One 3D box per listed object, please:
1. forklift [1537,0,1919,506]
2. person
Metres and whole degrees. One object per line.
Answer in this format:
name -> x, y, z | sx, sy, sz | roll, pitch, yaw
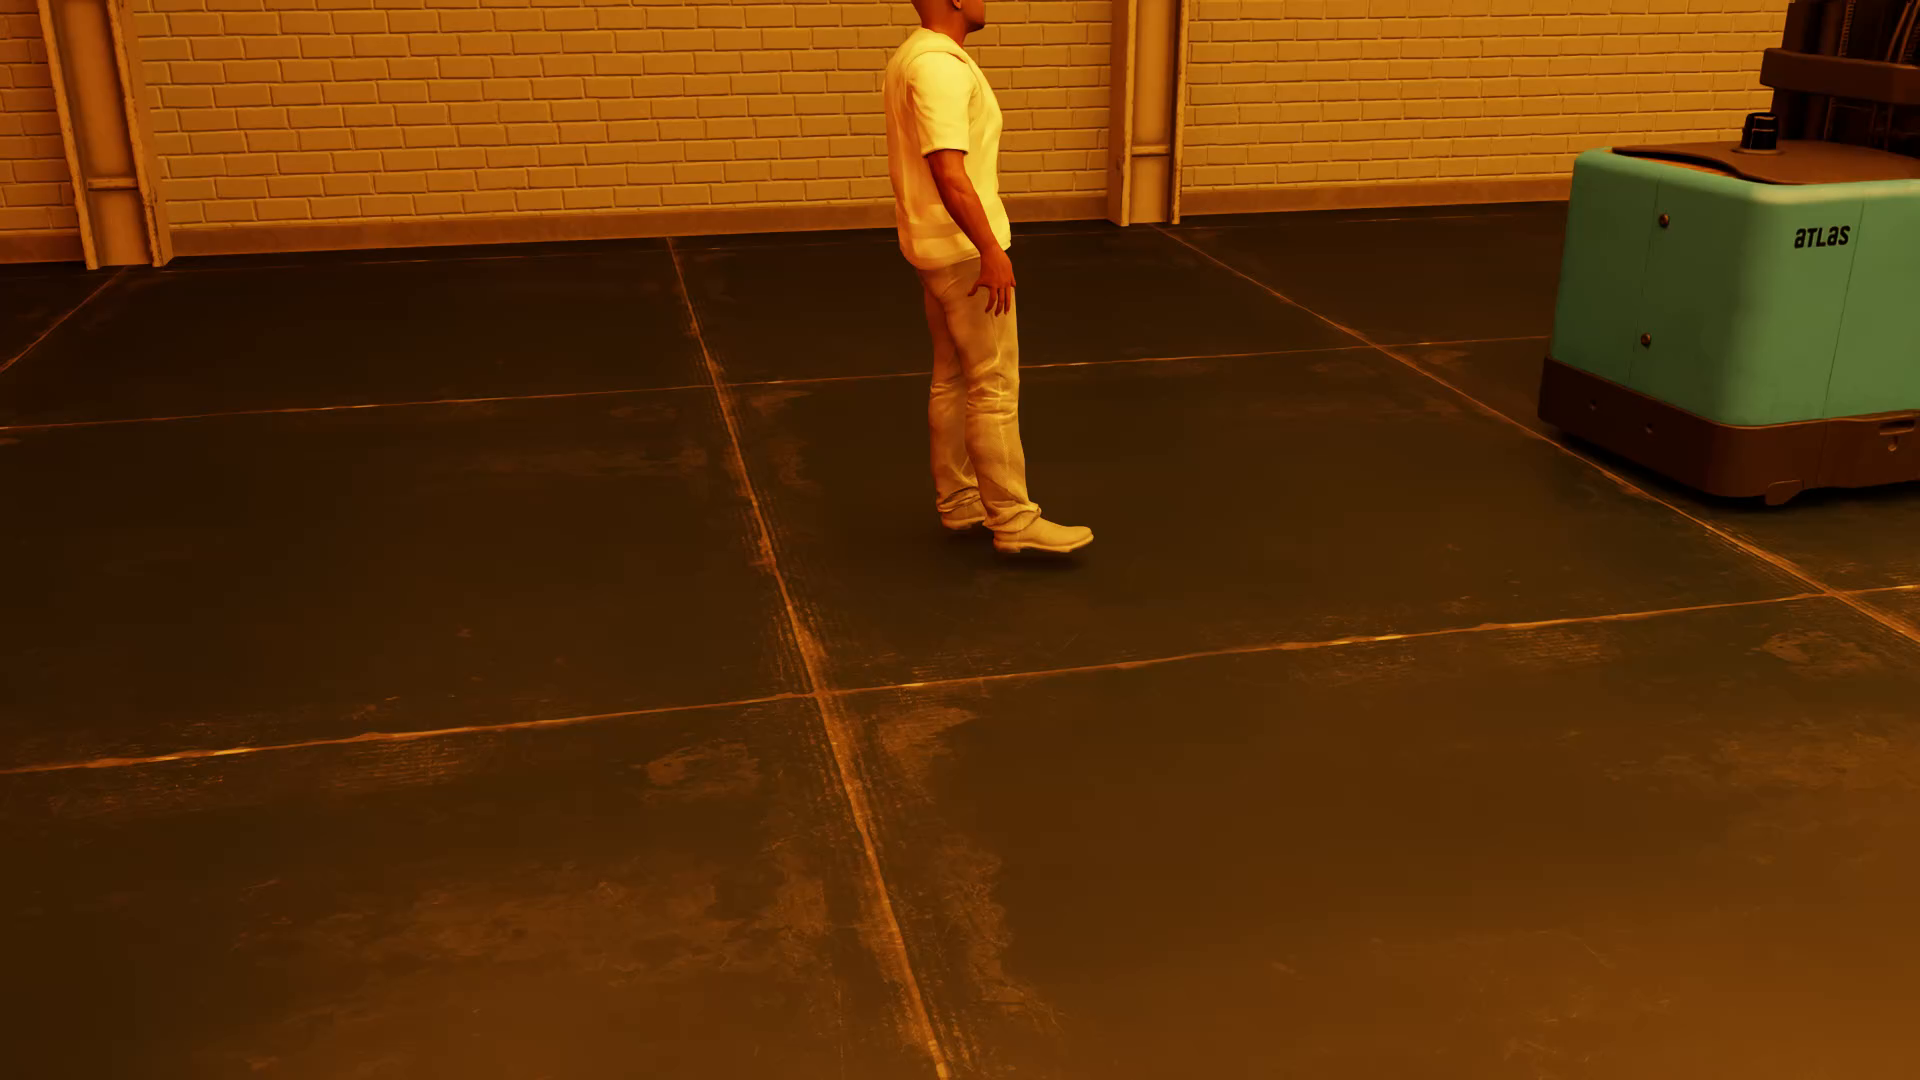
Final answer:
forklift -> 3.767, -1.774, 5.834 | 3.031, 2.935, 1.130 | -7, 22, -17
person -> 0.069, -0.873, 4.975 | 0.577, 1.765, 0.665 | -5, 21, -12
